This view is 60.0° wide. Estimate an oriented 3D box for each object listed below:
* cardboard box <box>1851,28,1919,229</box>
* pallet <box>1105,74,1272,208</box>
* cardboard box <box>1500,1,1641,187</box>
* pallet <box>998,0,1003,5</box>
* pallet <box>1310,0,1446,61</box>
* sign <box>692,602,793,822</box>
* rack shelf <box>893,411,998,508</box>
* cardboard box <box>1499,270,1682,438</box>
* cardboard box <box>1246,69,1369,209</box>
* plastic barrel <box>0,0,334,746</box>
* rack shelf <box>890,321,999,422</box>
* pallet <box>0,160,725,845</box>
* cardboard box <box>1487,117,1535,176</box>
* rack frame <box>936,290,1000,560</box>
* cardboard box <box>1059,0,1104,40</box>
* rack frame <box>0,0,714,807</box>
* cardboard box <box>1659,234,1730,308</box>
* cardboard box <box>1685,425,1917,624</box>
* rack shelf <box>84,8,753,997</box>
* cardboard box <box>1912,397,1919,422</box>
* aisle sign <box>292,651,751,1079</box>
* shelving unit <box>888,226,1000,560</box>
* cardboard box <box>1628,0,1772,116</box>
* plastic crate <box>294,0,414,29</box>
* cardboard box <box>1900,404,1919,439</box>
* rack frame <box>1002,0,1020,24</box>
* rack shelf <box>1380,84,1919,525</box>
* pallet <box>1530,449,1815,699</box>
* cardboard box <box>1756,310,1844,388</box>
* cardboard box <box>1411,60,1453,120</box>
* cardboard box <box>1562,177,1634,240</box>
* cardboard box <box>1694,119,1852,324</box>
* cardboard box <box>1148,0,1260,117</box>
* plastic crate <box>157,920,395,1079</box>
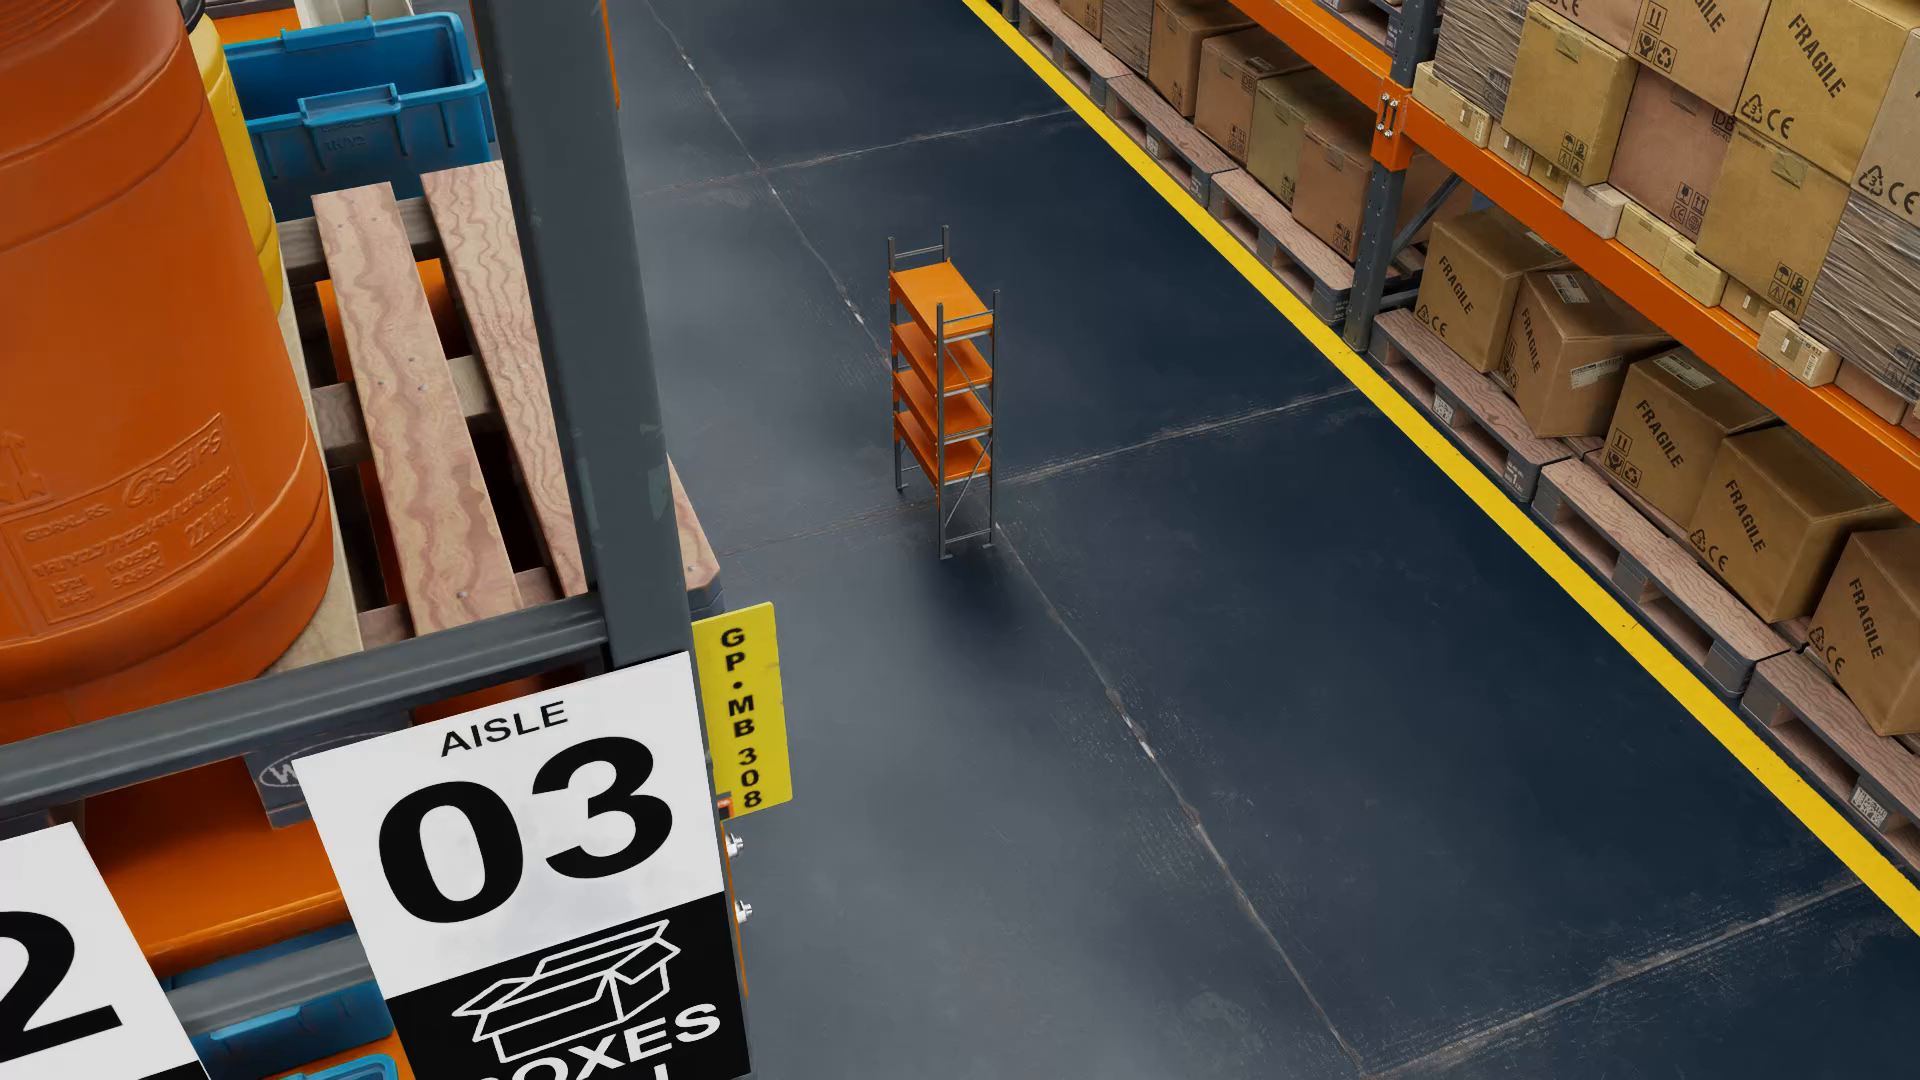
[{"bbox_3d":[2.991,-1.158,4.724,0.500,0.500,0.500,-15,43,-17],"label":"cardboard box"},{"bbox_3d":[1.515,-2.314,9.279,1.003,0.211,1.213,-15,43,-17],"label":"pallet"},{"bbox_3d":[2.559,-1.720,6.145,0.875,0.500,0.500,-15,43,-17],"label":"cardboard box"},{"bbox_3d":[0.523,-4.012,11.254,1.003,0.211,1.213,-15,43,-17],"label":"pallet"},{"bbox_3d":[2.127,-2.590,7.609,1.003,0.211,1.213,-15,43,-17],"label":"pallet"},{"bbox_3d":[-0.251,0.204,1.905,0.100,0.325,0.005,-15,43,-17],"label":"sign"},{"bbox_3d":[-0.063,-0.353,6.648,0.258,0.148,0.480,-15,43,-17],"label":"rack shelf"},{"bbox_3d":[2.627,-0.784,6.956,0.500,0.500,0.500,-3,41,-3],"label":"cardboard box"},{"bbox_3d":[1.905,-2.053,8.416,0.700,0.500,0.500,-15,43,-17],"label":"cardboard box"},{"bbox_3d":[-1.064,-0.241,1.778,0.600,0.830,0.708,-15,43,-17],"label":"plastic barrel"},{"bbox_3d":[-0.063,-0.673,6.373,0.258,0.148,0.480,-15,43,-17],"label":"rack shelf"},{"bbox_3d":[-0.987,-0.110,2.421,1.003,0.211,1.213,-15,43,-17],"label":"pallet"},{"bbox_3d":[2.294,-1.569,6.467,0.380,0.149,0.250,-15,43,-17],"label":"cardboard box"},{"bbox_3d":[0.030,-0.408,6.304,0.240,1.200,0.015,-15,43,-17],"label":"rack frame"},{"bbox_3d":[1.029,-3.396,9.979,0.700,0.500,0.500,-17,44,-19],"label":"cardboard box"},{"bbox_3d":[-0.761,-0.796,0.774,1.000,3.000,0.127,-15,43,-17],"label":"rack frame"},{"bbox_3d":[2.676,-0.966,5.766,0.380,0.149,0.250,-15,43,-17],"label":"cardboard box"},{"bbox_3d":[3.110,-0.082,6.140,0.500,0.500,0.500,-11,42,-13],"label":"cardboard box"},{"bbox_3d":[-1.526,-0.590,3.387,1.077,0.370,4.000,-15,43,-17],"label":"rack shelf"},{"bbox_3d":[3.328,-0.517,4.746,0.875,0.500,0.500,-15,43,-17],"label":"cardboard box"},{"bbox_3d":[-0.462,0.464,1.917,0.394,0.787,0.004,-15,43,-17],"label":"aisle sign"},{"bbox_3d":[-0.063,-0.555,6.475,0.258,1.200,0.503,-15,43,-17],"label":"shelving unit"},{"bbox_3d":[2.606,-1.759,5.424,0.500,0.500,0.500,-15,43,-17],"label":"cardboard box"},{"bbox_3d":[-1.303,-1.102,3.633,0.243,0.136,0.396,-15,43,-17],"label":"plastic crate"},{"bbox_3d":[3.139,-0.386,5.090,0.380,0.149,0.250,-15,43,-17],"label":"cardboard box"},{"bbox_3d":[0.755,-4.576,9.771,1.000,3.000,0.127,-15,43,-17],"label":"rack frame"},{"bbox_3d":[3.050,-0.689,5.802,1.077,0.370,4.000,-15,43,-17],"label":"rack shelf"},{"bbox_3d":[3.045,0.023,6.562,1.003,0.211,1.213,-15,43,-17],"label":"pallet"},{"bbox_3d":[2.845,-0.659,5.408,0.380,0.149,0.250,-15,43,-17],"label":"cardboard box"},{"bbox_3d":[2.089,-1.866,6.813,0.380,0.149,0.250,-15,43,-17],"label":"cardboard box"},{"bbox_3d":[2.456,-1.260,6.107,0.380,0.149,0.250,-15,43,-17],"label":"cardboard box"},{"bbox_3d":[2.996,-1.133,5.462,0.875,0.500,0.500,-15,43,-17],"label":"cardboard box"},{"bbox_3d":[1.477,-2.726,9.199,0.700,0.500,0.500,-12,42,-13],"label":"cardboard box"},{"bbox_3d":[-1.472,0.916,3.498,0.499,0.251,0.408,-15,43,-17],"label":"plastic crate"}]
